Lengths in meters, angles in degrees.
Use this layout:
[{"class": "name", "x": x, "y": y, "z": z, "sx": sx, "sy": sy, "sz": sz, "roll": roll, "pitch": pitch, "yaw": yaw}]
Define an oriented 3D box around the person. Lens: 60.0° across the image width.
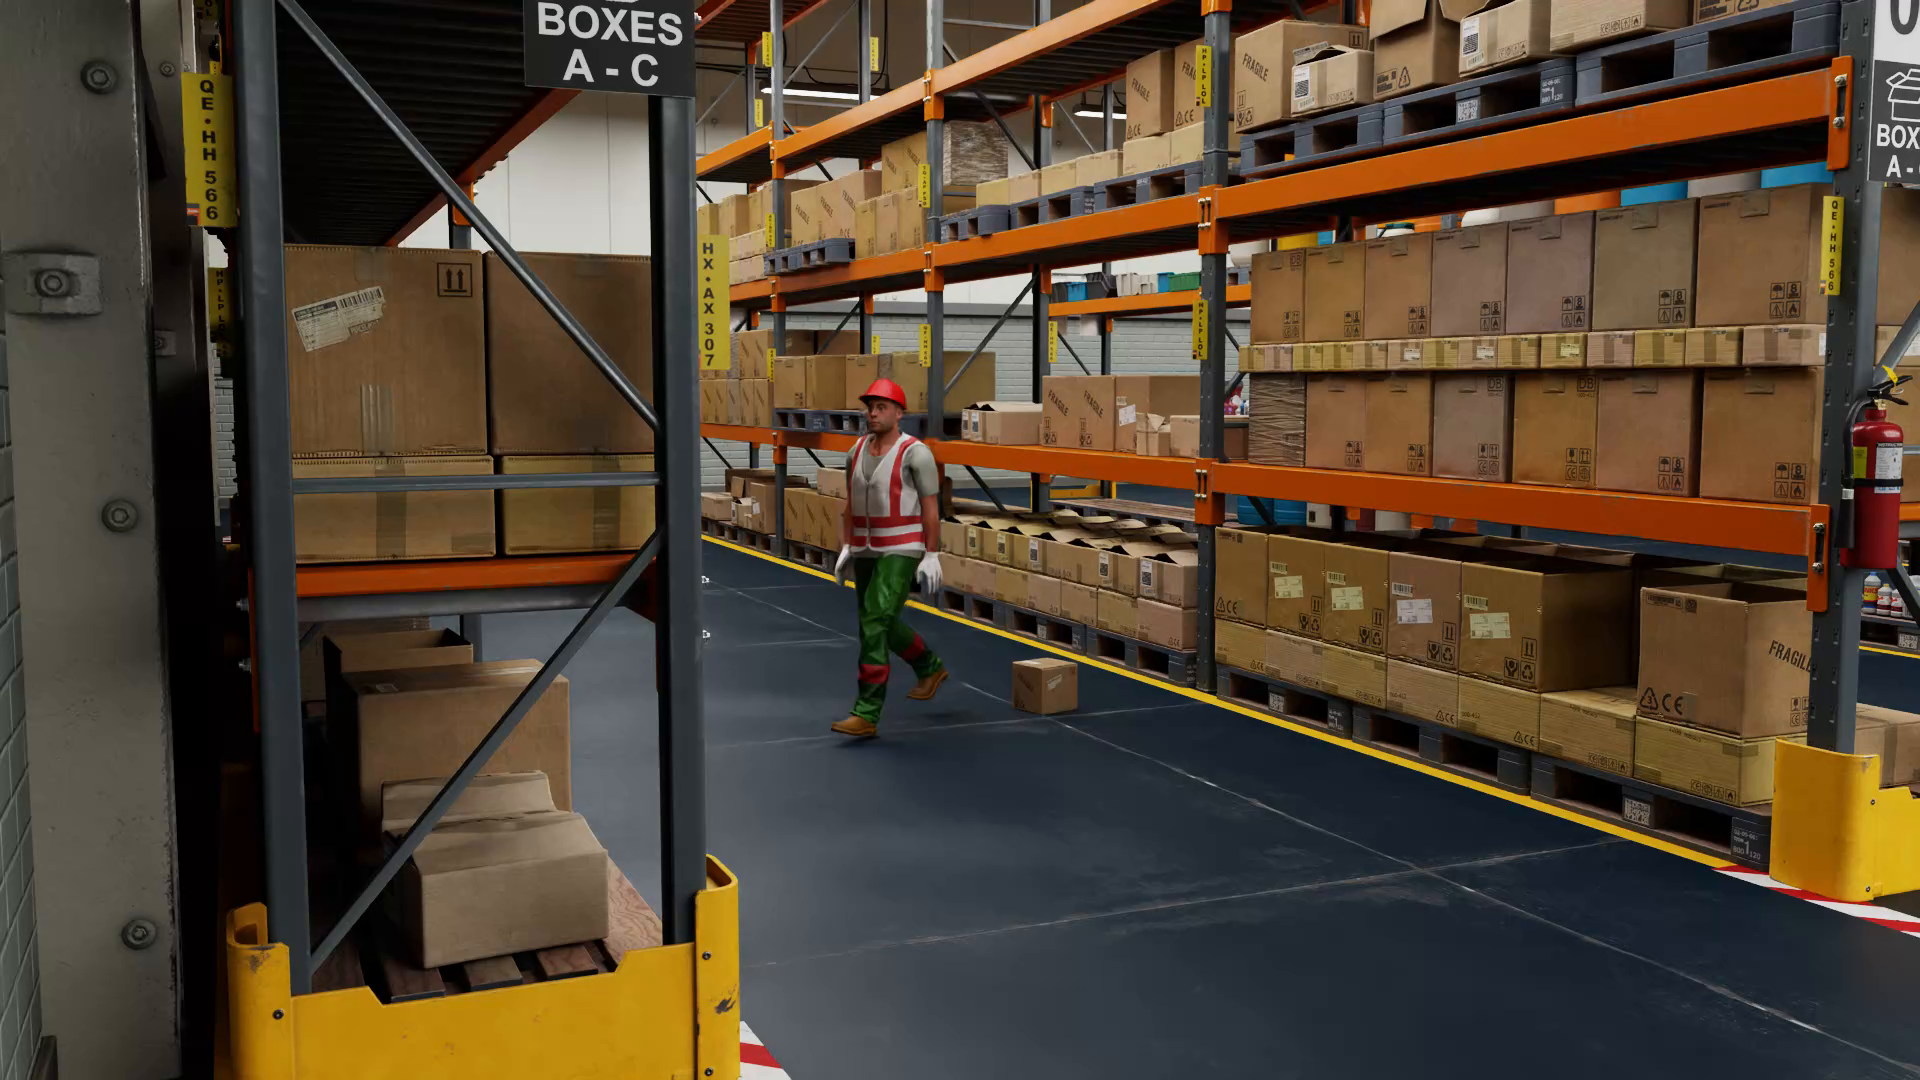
[{"class": "person", "x": -0.342, "y": 0.068, "z": 8.369, "sx": 0.522, "sy": 1.752, "sz": 1.012, "roll": 4, "pitch": 7, "yaw": 39}]
